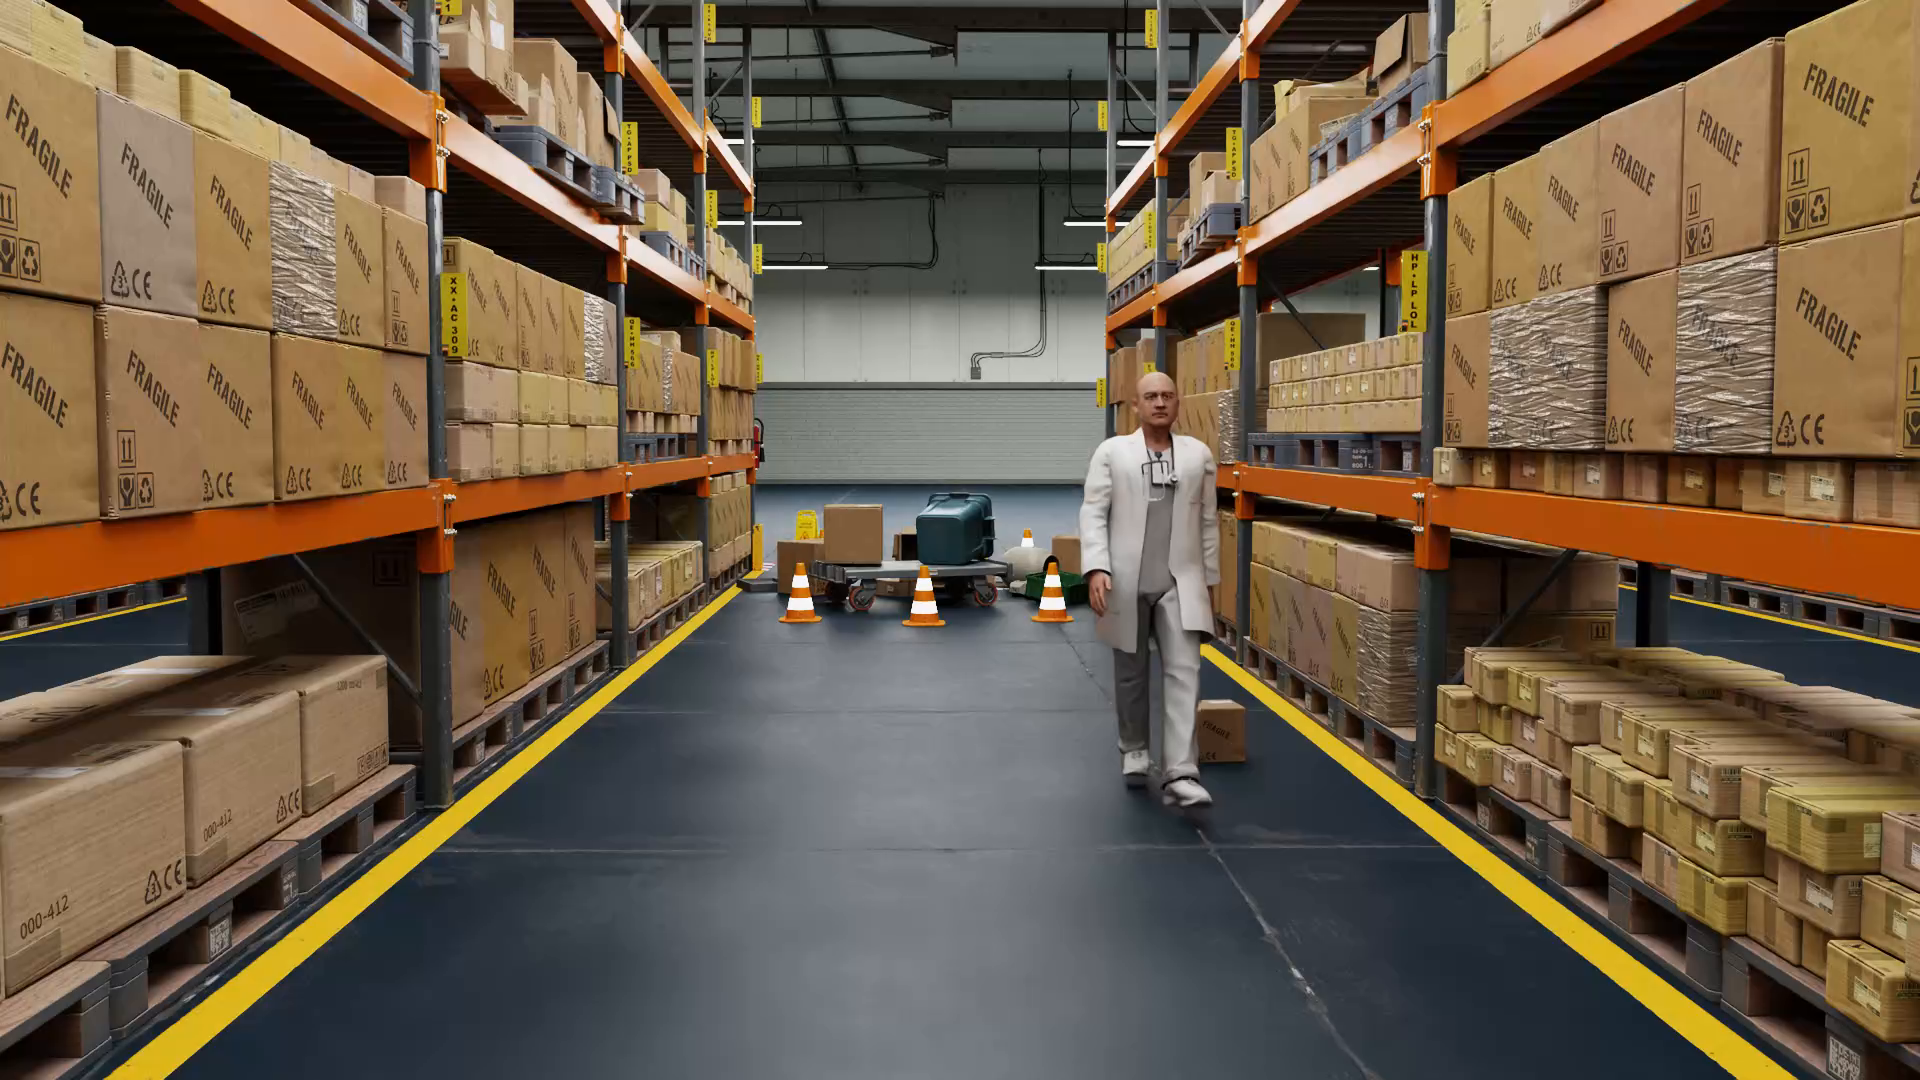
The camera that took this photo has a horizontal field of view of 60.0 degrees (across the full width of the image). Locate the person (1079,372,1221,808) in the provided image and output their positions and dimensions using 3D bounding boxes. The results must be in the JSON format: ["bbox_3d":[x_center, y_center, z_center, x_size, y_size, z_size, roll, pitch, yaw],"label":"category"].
[{"bbox_3d":[0.778,0.175,6.738,0.596,1.713,1.125,0,4,4],"label":"person"}]
